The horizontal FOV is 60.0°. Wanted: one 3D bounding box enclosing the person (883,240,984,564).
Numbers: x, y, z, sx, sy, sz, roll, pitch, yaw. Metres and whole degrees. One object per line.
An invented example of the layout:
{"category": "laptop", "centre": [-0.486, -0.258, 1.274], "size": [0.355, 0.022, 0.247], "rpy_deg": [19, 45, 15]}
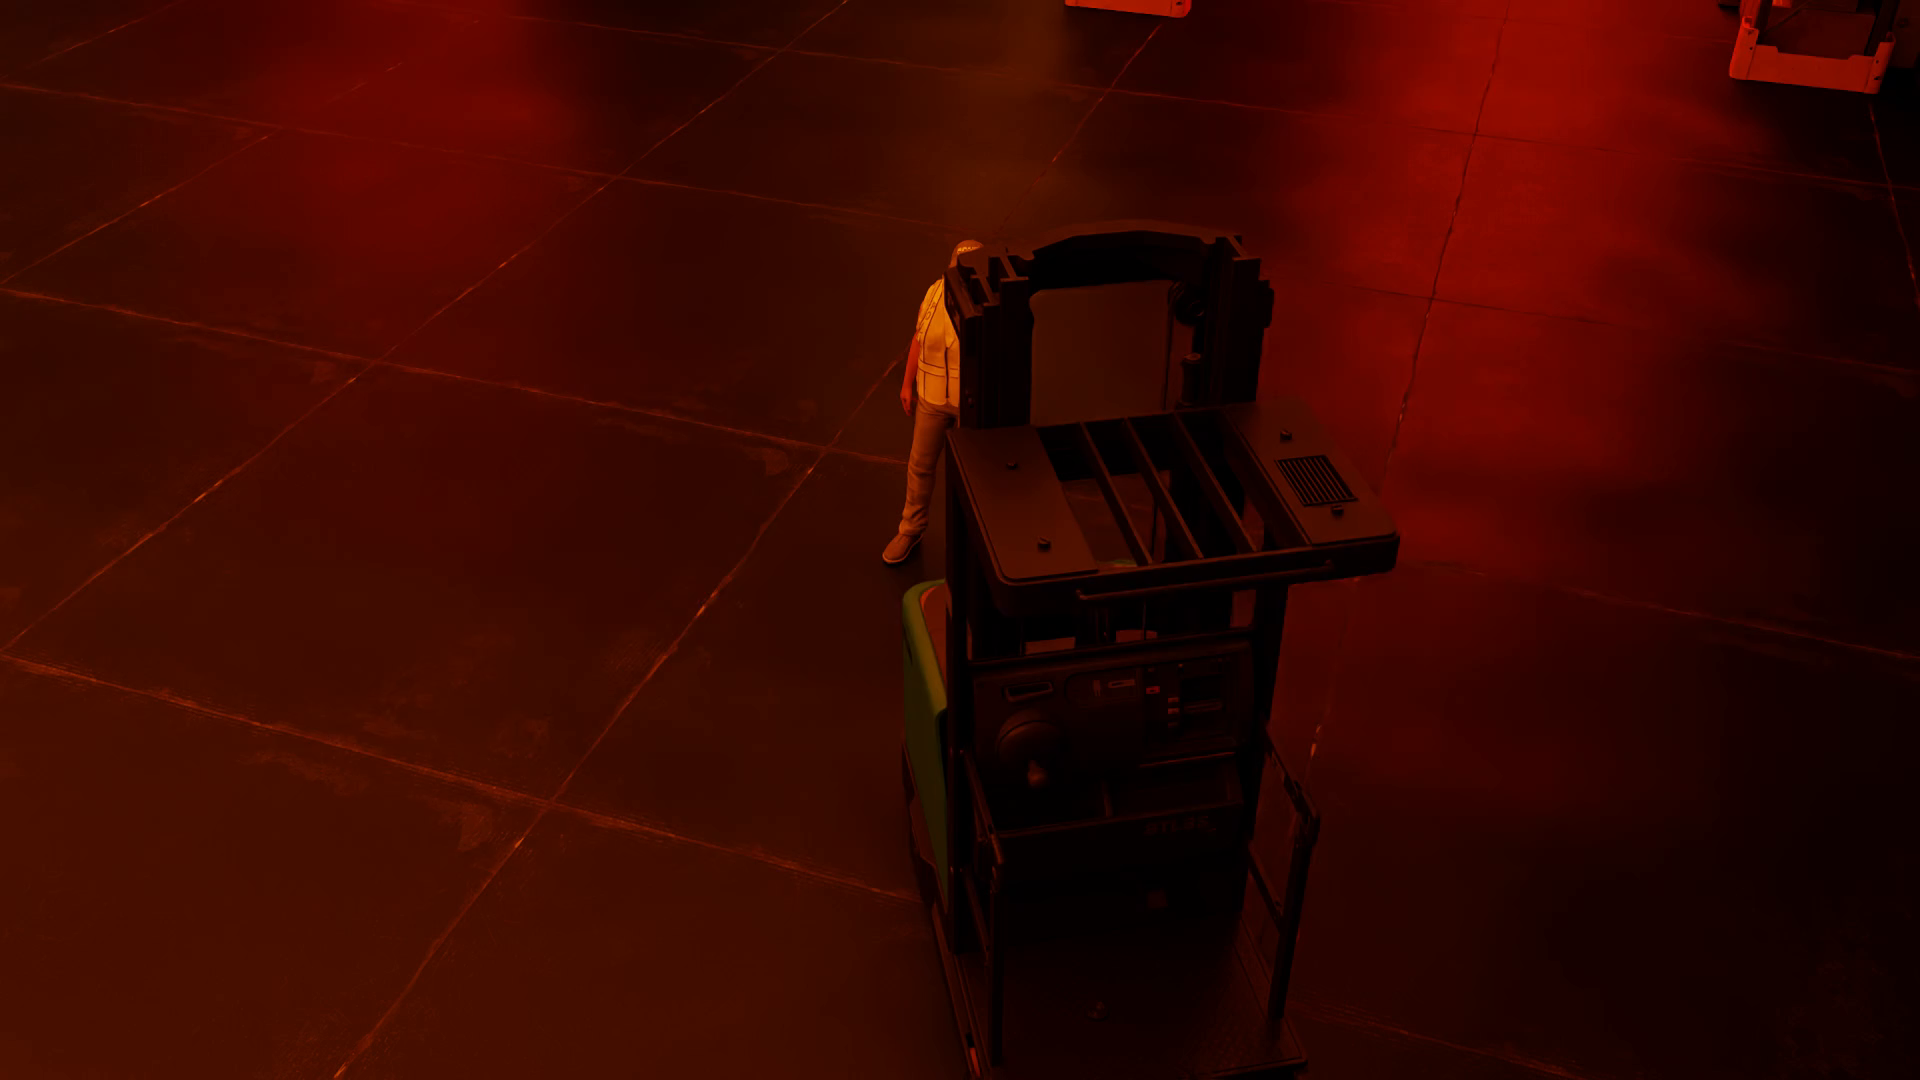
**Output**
{"category": "person", "centre": [-0.047, -0.649, 8.106], "size": [0.598, 1.670, 0.529], "rpy_deg": [12, 37, 16]}

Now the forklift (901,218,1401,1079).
{"category": "forklift", "centre": [0.547, 0.631, 5.220], "size": [1.130, 2.935, 3.031], "rpy_deg": [-7, 36, -9]}
